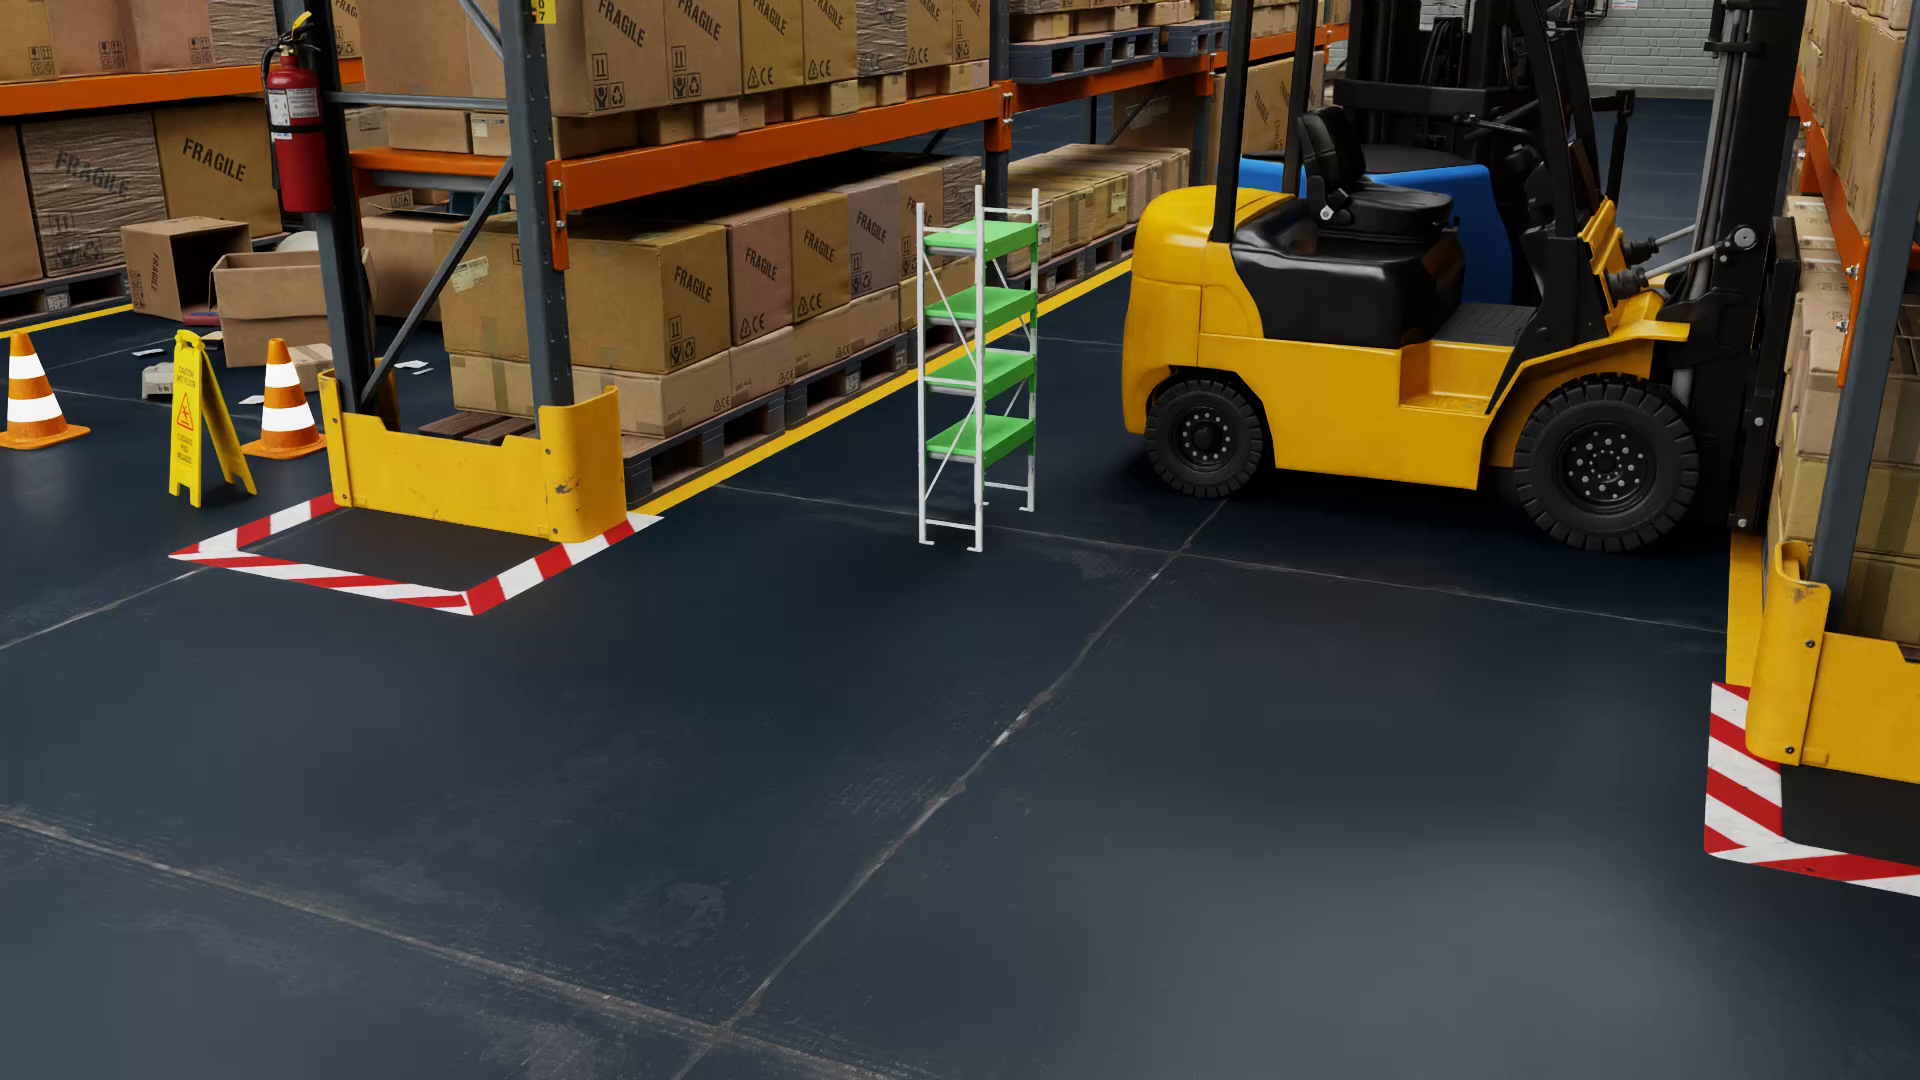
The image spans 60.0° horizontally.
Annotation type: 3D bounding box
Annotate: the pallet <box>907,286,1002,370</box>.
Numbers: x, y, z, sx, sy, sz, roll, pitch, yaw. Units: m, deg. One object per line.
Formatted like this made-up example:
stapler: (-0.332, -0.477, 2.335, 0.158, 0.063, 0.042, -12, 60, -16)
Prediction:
pallet: (-0.456, -1.202, 9.035, 1.003, 0.211, 1.213, 9, 21, 23)

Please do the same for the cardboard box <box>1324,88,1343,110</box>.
cardboard box: (3.418, -4.340, 16.892, 0.875, 0.438, 0.875, 8, 21, 22)

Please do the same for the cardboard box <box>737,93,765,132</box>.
cardboard box: (-1.029, -1.765, 6.829, 0.380, 0.149, 0.250, 9, 22, 24)

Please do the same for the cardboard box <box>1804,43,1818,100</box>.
cardboard box: (4.485, -2.320, 8.240, 0.500, 0.250, 0.500, 8, 21, 22)

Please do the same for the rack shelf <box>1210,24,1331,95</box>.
rack shelf: (2.244, -4.222, 14.436, 1.077, 0.370, 4.000, 9, 21, 23)

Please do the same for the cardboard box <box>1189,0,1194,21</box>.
cardboard box: (1.461, -3.804, 11.938, 0.380, 0.149, 0.250, 9, 21, 24)

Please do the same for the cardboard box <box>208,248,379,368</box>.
cardboard box: (-3.442, -1.212, 8.625, 0.797, 0.503, 0.637, -5, 20, -15)

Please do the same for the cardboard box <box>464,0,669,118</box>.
cardboard box: (-1.404, -1.798, 5.954, 0.500, 0.500, 0.500, 8, 21, 22)

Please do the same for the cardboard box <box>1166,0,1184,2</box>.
cardboard box: (1.291, -3.998, 11.513, 0.500, 0.500, 0.500, 8, 21, 22)

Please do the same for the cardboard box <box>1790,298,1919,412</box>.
cardboard box: (2.787, -0.538, 4.988, 0.500, 0.250, 0.500, 9, 21, 24)

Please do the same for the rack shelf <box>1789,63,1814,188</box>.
rack shelf: (5.136, -2.319, 9.086, 1.077, 0.370, 4.000, 9, 21, 23)

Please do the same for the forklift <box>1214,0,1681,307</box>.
forklift: (2.704, -2.348, 8.197, 3.031, 2.935, 1.130, -13, 23, -32)

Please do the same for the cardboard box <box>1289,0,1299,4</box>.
cardboard box: (2.700, -4.856, 14.624, 0.500, 0.250, 0.500, 9, 22, 24)

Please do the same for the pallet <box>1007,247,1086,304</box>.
pallet: (0.104, -1.651, 10.296, 1.003, 0.211, 1.213, 9, 21, 23)

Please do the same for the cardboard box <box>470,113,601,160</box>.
cardboard box: (-1.523, -1.461, 5.974, 0.380, 0.149, 0.250, 9, 21, 23)

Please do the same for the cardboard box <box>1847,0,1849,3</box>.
cardboard box: (3.592, -2.110, 6.307, 0.380, 0.149, 0.250, 9, 21, 24)

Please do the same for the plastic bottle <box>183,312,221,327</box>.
plastic bottle: (-4.209, -1.245, 9.377, 0.283, 0.061, 0.133, 1, 20, 4)

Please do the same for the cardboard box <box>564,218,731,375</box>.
cardboard box: (-1.259, -0.975, 6.592, 0.500, 0.500, 0.500, 8, 21, 21)

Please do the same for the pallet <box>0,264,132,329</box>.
pallet: (-5.652, -1.465, 9.773, 1.003, 0.211, 1.213, 9, 21, 23)

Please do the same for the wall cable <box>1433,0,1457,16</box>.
wall cable: (6.988, -8.615, 24.154, 0.585, 1.953, 0.123, 9, 21, 23)

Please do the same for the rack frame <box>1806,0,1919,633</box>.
rack frame: (2.679, -0.824, 3.808, 1.000, 3.000, 0.127, 9, 21, 23)

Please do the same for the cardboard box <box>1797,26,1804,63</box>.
cardboard box: (5.550, -3.096, 10.423, 0.500, 0.250, 0.500, 9, 21, 23)

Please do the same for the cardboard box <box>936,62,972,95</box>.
cardboard box: (-0.163, -2.391, 8.590, 0.380, 0.149, 0.250, 9, 22, 24)

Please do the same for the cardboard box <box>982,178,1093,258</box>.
cardboard box: (0.291, -2.067, 10.600, 0.950, 0.372, 0.625, 10, 22, 26)

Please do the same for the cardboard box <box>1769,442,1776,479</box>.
cardboard box: (3.201, -0.377, 6.030, 0.500, 0.250, 0.500, 9, 22, 24)

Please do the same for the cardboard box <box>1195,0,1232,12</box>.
cardboard box: (1.858, -4.235, 12.878, 0.500, 0.250, 0.500, 8, 21, 22)

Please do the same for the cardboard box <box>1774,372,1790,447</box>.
cardboard box: (3.000, -0.466, 5.533, 0.500, 0.250, 0.500, 8, 21, 21)

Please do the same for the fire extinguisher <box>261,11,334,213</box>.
fire extinguisher: (-2.318, -1.495, 5.813, 0.296, 0.674, 0.183, 9, 21, 23)

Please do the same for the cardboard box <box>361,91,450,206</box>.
cardboard box: (-4.200, -3.009, 12.684, 1.050, 0.750, 0.750, 9, 21, 23)

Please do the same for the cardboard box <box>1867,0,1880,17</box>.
cardboard box: (3.068, -1.716, 5.201, 0.380, 0.149, 0.250, 9, 21, 23)

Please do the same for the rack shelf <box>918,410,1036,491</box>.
rack shelf: (0.068, -0.330, 6.012, 0.258, 0.148, 0.480, 9, 21, 23)

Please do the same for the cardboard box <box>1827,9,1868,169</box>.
cardboard box: (3.267, -1.526, 5.635, 0.500, 0.500, 0.500, 9, 21, 23)

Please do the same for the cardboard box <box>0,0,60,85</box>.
cardboard box: (-5.569, -2.835, 9.240, 0.875, 0.550, 0.500, 9, 21, 23)

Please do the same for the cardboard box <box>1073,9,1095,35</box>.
cardboard box: (0.601, -3.177, 10.173, 0.380, 0.149, 0.250, 9, 21, 24)

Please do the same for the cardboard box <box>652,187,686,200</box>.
cardboard box: (-1.457, -1.624, 7.448, 0.380, 0.149, 0.250, 10, 22, 25)

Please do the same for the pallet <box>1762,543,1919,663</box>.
pallet: (2.954, 0.251, 4.949, 1.003, 0.211, 1.213, 9, 21, 23)

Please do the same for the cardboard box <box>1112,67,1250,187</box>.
cardboard box: (1.783, -3.346, 13.444, 0.875, 0.875, 0.875, 8, 21, 22)

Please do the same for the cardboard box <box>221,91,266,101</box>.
cardboard box: (-7.315, -4.714, 17.291, 1.225, 0.875, 0.875, 8, 21, 20)

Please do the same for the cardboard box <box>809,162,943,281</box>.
cardboard box: (-0.417, -1.609, 8.373, 0.500, 0.500, 0.500, 9, 21, 24)

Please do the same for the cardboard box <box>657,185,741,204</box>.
cardboard box: (-1.337, -1.353, 7.655, 0.500, 0.500, 0.500, 8, 21, 21)

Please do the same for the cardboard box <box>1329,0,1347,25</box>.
cardboard box: (3.494, -5.327, 16.321, 0.500, 0.500, 0.500, 9, 22, 24)

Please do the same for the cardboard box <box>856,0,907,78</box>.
cardboard box: (-0.581, -2.426, 7.721, 0.500, 0.500, 0.500, 9, 22, 24)

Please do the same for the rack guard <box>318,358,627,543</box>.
rack guard: (-1.820, -0.349, 6.204, 1.175, 0.500, 0.348, 9, 21, 23)

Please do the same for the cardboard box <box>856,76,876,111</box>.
cardboard box: (-0.612, -2.083, 7.724, 0.380, 0.149, 0.250, 8, 21, 22)

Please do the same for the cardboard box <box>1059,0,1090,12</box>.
cardboard box: (0.445, -3.369, 9.745, 0.500, 0.500, 0.500, 9, 21, 23)

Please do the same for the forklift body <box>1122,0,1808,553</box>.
forklift body: (1.791, -1.254, 6.284, 2.313, 2.155, 1.214, 9, 21, 23)

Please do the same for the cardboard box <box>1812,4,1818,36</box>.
cardboard box: (4.703, -2.710, 8.591, 0.500, 0.250, 0.500, 9, 21, 24)

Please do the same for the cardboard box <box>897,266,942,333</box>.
cardboard box: (-0.419, -1.247, 8.475, 0.500, 0.250, 0.500, 8, 21, 21)

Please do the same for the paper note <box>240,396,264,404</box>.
paper note: (-3.280, -0.667, 7.798, 0.148, 0.019, 0.142, 1, 20, 4)

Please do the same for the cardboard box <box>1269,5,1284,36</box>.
cardboard box: (2.468, -4.464, 14.268, 0.500, 0.250, 0.500, 9, 21, 23)

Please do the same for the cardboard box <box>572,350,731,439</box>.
cardboard box: (-1.269, -0.615, 6.697, 0.500, 0.250, 0.500, 8, 21, 22)

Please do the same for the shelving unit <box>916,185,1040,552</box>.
shelving unit: (0.068, -0.616, 5.910, 0.258, 1.200, 0.503, 9, 21, 23)

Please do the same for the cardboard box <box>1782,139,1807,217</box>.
cardboard box: (5.687, -2.159, 10.482, 0.875, 0.625, 0.625, 9, 22, 24)

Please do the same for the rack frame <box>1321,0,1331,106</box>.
rack frame: (3.063, -5.172, 16.035, 1.000, 3.000, 0.127, 9, 21, 23)

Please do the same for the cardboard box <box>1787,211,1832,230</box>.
cardboard box: (3.614, -1.160, 6.739, 0.500, 0.250, 0.500, 9, 21, 23)
